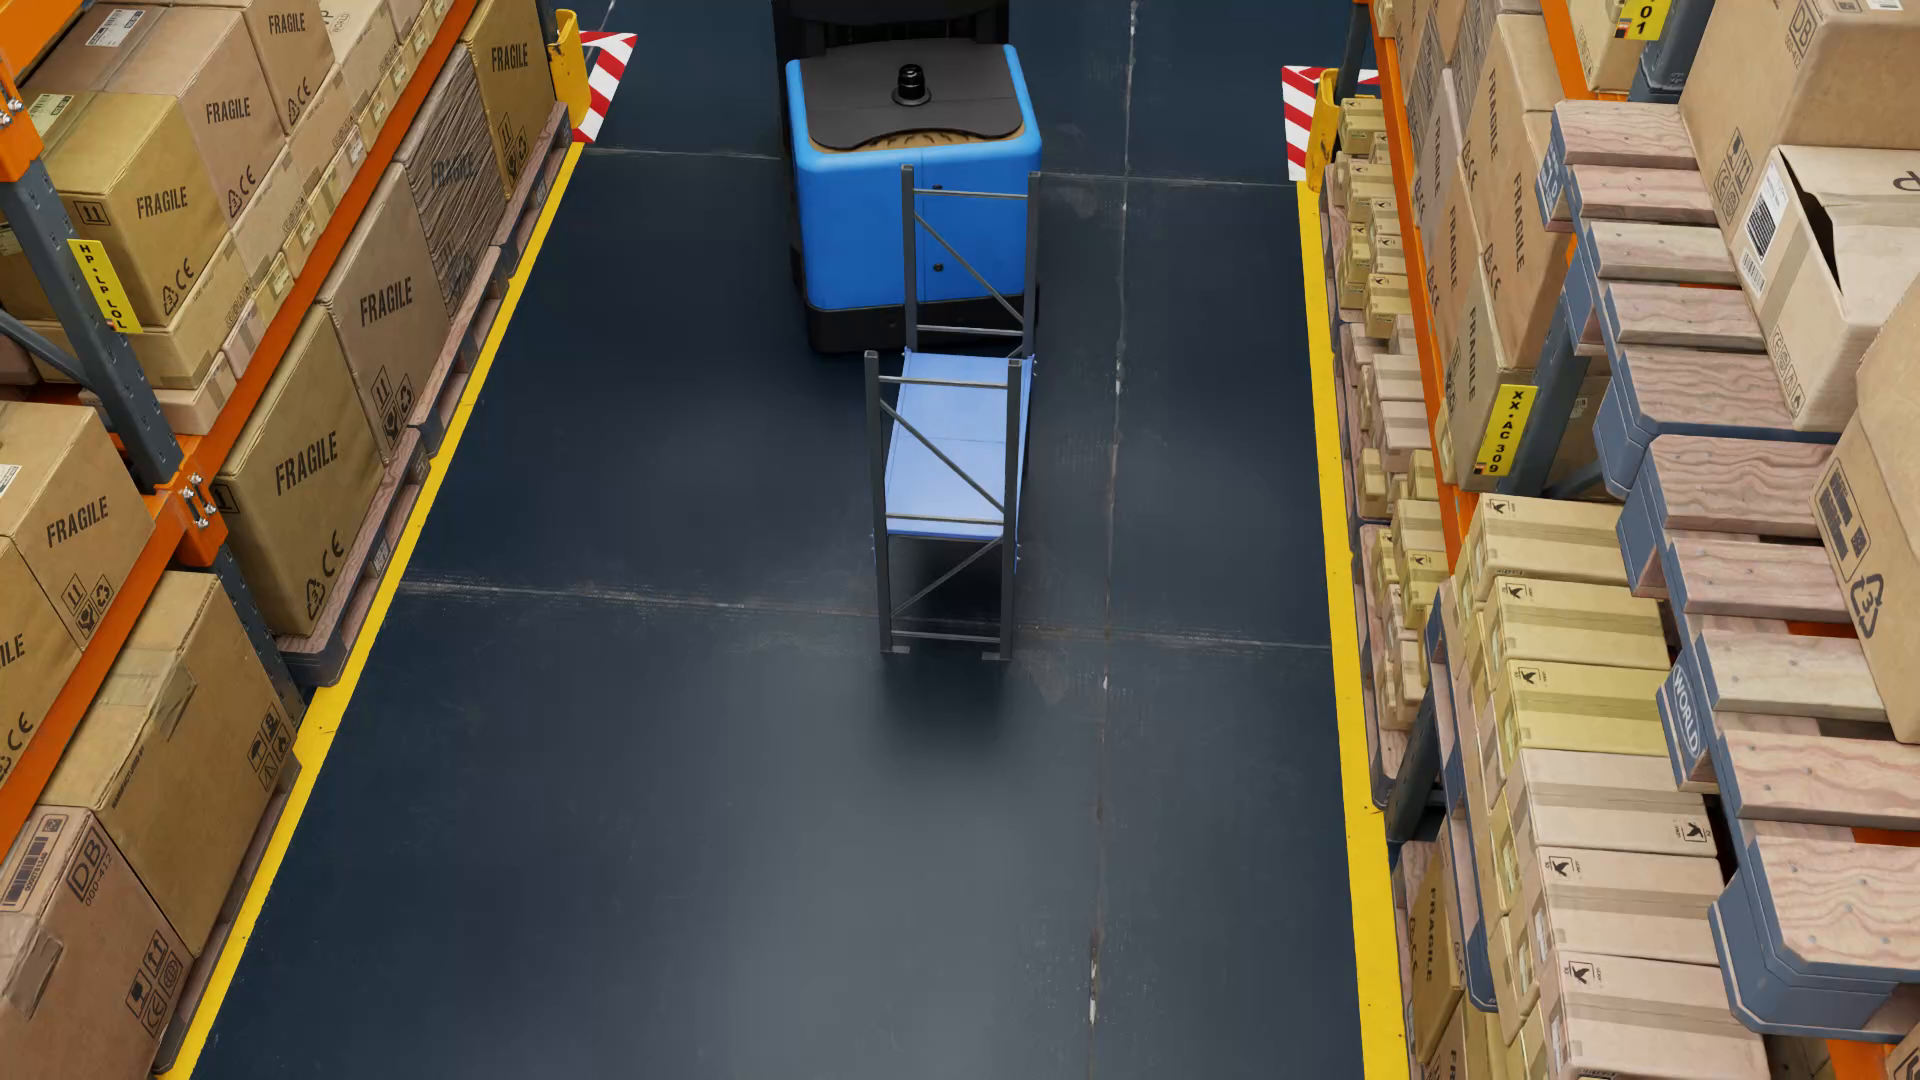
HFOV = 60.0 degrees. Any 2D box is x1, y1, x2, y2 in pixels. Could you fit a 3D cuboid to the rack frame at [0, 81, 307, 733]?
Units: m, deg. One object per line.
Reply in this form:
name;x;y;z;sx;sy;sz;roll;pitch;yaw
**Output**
rack frame;-2.938;-0.373;5.085;1.000;3.000;0.127;4;48;4

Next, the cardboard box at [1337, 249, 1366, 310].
cardboard box;1.900;-1.160;7.451;0.380;0.149;0.250;4;48;4

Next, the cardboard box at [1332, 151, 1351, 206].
cardboard box;1.990;-1.721;7.965;0.380;0.149;0.250;5;48;4

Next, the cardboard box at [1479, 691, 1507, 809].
cardboard box;1.454;0.516;3.955;0.380;0.149;0.250;5;48;4

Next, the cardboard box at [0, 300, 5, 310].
cardboard box;-3.162;-1.032;5.079;0.500;0.500;0.500;5;48;5

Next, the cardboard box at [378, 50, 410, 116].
cardboard box;-2.417;-1.821;6.579;0.380;0.149;0.250;5;48;4

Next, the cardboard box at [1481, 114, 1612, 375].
cardboard box;1.766;-0.801;4.529;0.500;0.500;0.500;2;48;2

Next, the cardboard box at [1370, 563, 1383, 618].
cardboard box;1.756;0.160;6.244;0.380;0.149;0.250;2;48;2

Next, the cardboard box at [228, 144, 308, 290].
cardboard box;-2.584;-1.116;5.664;0.500;0.250;0.500;4;48;3

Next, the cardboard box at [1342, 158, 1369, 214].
cardboard box;1.972;-1.620;7.670;0.380;0.149;0.250;4;48;3

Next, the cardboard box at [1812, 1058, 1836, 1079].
cardboard box;2.038;1.240;3.495;0.380;0.149;0.250;6;48;5

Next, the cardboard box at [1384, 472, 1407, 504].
cardboard box;1.848;-0.263;6.429;0.380;0.149;0.250;5;48;4

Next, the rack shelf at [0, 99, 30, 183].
rack shelf;-3.120;0.327;2.899;1.077;0.370;4.000;4;48;4

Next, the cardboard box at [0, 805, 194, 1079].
cardboard box;-3.057;1.330;4.682;1.225;0.875;0.875;2;48;2

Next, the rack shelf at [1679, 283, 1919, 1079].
rack shelf;1.810;0.734;2.526;1.077;0.370;4.000;4;48;4

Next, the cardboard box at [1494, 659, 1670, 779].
cardboard box;1.453;0.429;3.834;0.380;0.149;0.250;4;48;4

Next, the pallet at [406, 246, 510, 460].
pallet;-2.682;-0.885;7.442;1.003;0.211;1.213;4;48;4

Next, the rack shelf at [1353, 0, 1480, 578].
rack shelf;2.175;-1.193;6.321;1.077;0.370;4.000;4;48;4

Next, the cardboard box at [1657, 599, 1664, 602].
cardboard box;2.314;0.216;5.789;0.380;0.149;0.250;6;48;5

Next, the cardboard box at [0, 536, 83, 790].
cardboard box;-2.760;0.318;4.385;0.500;0.500;0.500;5;48;5

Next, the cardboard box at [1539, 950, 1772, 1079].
cardboard box;1.382;0.985;3.324;0.380;0.149;0.250;5;48;5

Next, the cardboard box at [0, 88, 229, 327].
cardboard box;-2.640;-1.011;5.060;0.500;0.500;0.500;4;48;4

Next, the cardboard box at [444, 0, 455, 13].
cardboard box;-2.348;-2.384;7.094;0.380;0.149;0.250;5;48;4

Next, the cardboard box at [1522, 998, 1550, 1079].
cardboard box;1.384;1.100;3.421;0.380;0.149;0.250;3;48;3

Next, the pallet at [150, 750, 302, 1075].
pallet;-2.933;1.140;5.590;1.003;0.211;1.213;4;48;4

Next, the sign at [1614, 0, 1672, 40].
sign;1.451;-1.183;3.442;0.100;0.325;0.005;4;48;4

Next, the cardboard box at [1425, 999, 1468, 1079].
cardboard box;1.614;1.650;4.643;0.500;0.500;0.500;6;48;5

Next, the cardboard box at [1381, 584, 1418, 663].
cardboard box;1.717;0.302;5.913;0.380;0.149;0.250;2;48;2

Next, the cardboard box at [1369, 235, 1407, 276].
cardboard box;1.940;-1.145;7.035;0.380;0.149;0.250;6;48;5

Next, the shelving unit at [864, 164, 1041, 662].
shelving unit;-0.008;-0.443;6.165;0.538;1.500;1.048;4;48;4

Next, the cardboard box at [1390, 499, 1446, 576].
cardboard box;1.765;0.001;5.986;0.380;0.149;0.250;3;48;3

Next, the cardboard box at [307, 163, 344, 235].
cardboard box;-2.487;-1.252;6.058;0.380;0.149;0.250;3;48;3

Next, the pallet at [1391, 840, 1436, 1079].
pallet;1.923;1.548;5.217;1.003;0.211;1.213;4;48;4

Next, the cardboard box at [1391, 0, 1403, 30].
cardboard box;2.017;-2.333;6.607;0.500;0.500;0.500;4;48;4

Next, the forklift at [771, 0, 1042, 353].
forklift;-0.350;-2.925;7.465;1.130;2.935;3.031;-6;48;-5

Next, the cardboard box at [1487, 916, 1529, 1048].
cardboard box;1.405;0.995;3.719;0.380;0.149;0.250;2;48;2

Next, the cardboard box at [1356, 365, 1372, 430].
cardboard box;1.863;-0.583;6.924;0.380;0.149;0.250;4;48;4

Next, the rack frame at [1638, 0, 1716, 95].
rack frame;1.992;-1.990;2.498;1.000;3.000;0.127;4;48;4

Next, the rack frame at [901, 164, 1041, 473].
rack frame;0.039;-0.817;6.507;0.500;1.500;0.032;4;48;4

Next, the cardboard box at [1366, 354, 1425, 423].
cardboard box;1.811;-0.588;6.526;0.380;0.149;0.250;2;48;2

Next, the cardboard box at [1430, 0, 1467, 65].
cardboard box;1.899;-1.938;5.569;0.500;0.500;0.500;3;48;2

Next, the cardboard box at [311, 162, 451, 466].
cardboard box;-2.716;-0.939;6.757;0.875;0.875;0.875;4;48;4

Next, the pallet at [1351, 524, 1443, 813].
pallet;2.018;0.480;6.194;1.003;0.211;1.213;4;48;4

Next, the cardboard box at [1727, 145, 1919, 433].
cardboard box;1.703;-0.457;2.904;0.500;0.311;0.500;3;48;3

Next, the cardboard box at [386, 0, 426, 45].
cardboard box;-2.446;-2.242;6.694;0.500;0.250;0.500;2;48;2

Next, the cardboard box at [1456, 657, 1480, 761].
cardboard box;1.479;0.440;4.226;0.380;0.149;0.250;5;48;4

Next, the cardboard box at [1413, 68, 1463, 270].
cardboard box;1.850;-1.221;5.591;0.500;0.500;0.500;4;48;3

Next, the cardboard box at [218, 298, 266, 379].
cardboard box;-2.556;-0.677;5.532;0.380;0.149;0.250;2;48;2

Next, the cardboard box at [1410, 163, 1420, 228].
cardboard box;1.856;-1.260;6.066;0.380;0.149;0.250;5;48;4

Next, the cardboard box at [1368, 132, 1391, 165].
cardboard box;2.065;-1.713;7.554;0.380;0.149;0.250;5;48;4
